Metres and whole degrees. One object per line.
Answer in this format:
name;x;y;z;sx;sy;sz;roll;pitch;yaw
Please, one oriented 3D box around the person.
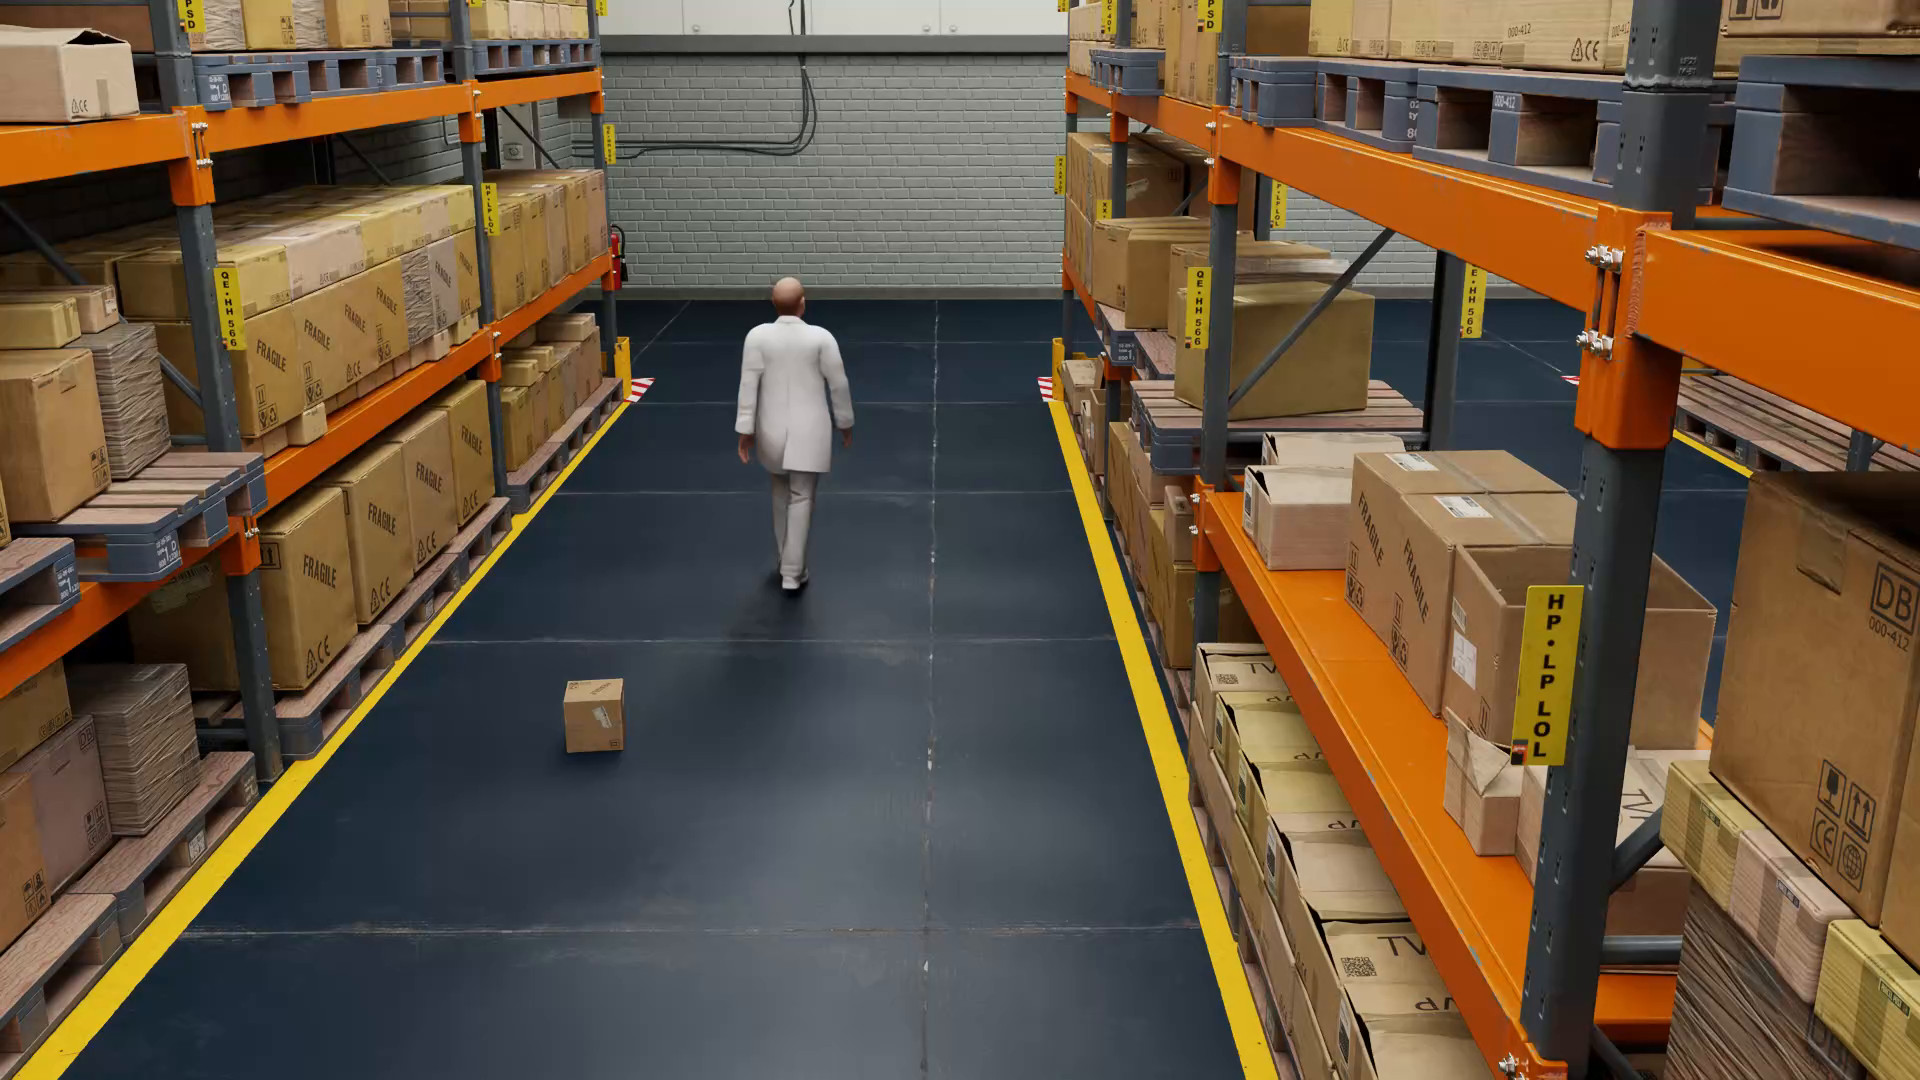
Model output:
person;-0.940;-0.607;9.607;0.643;1.834;0.765;3;17;9
